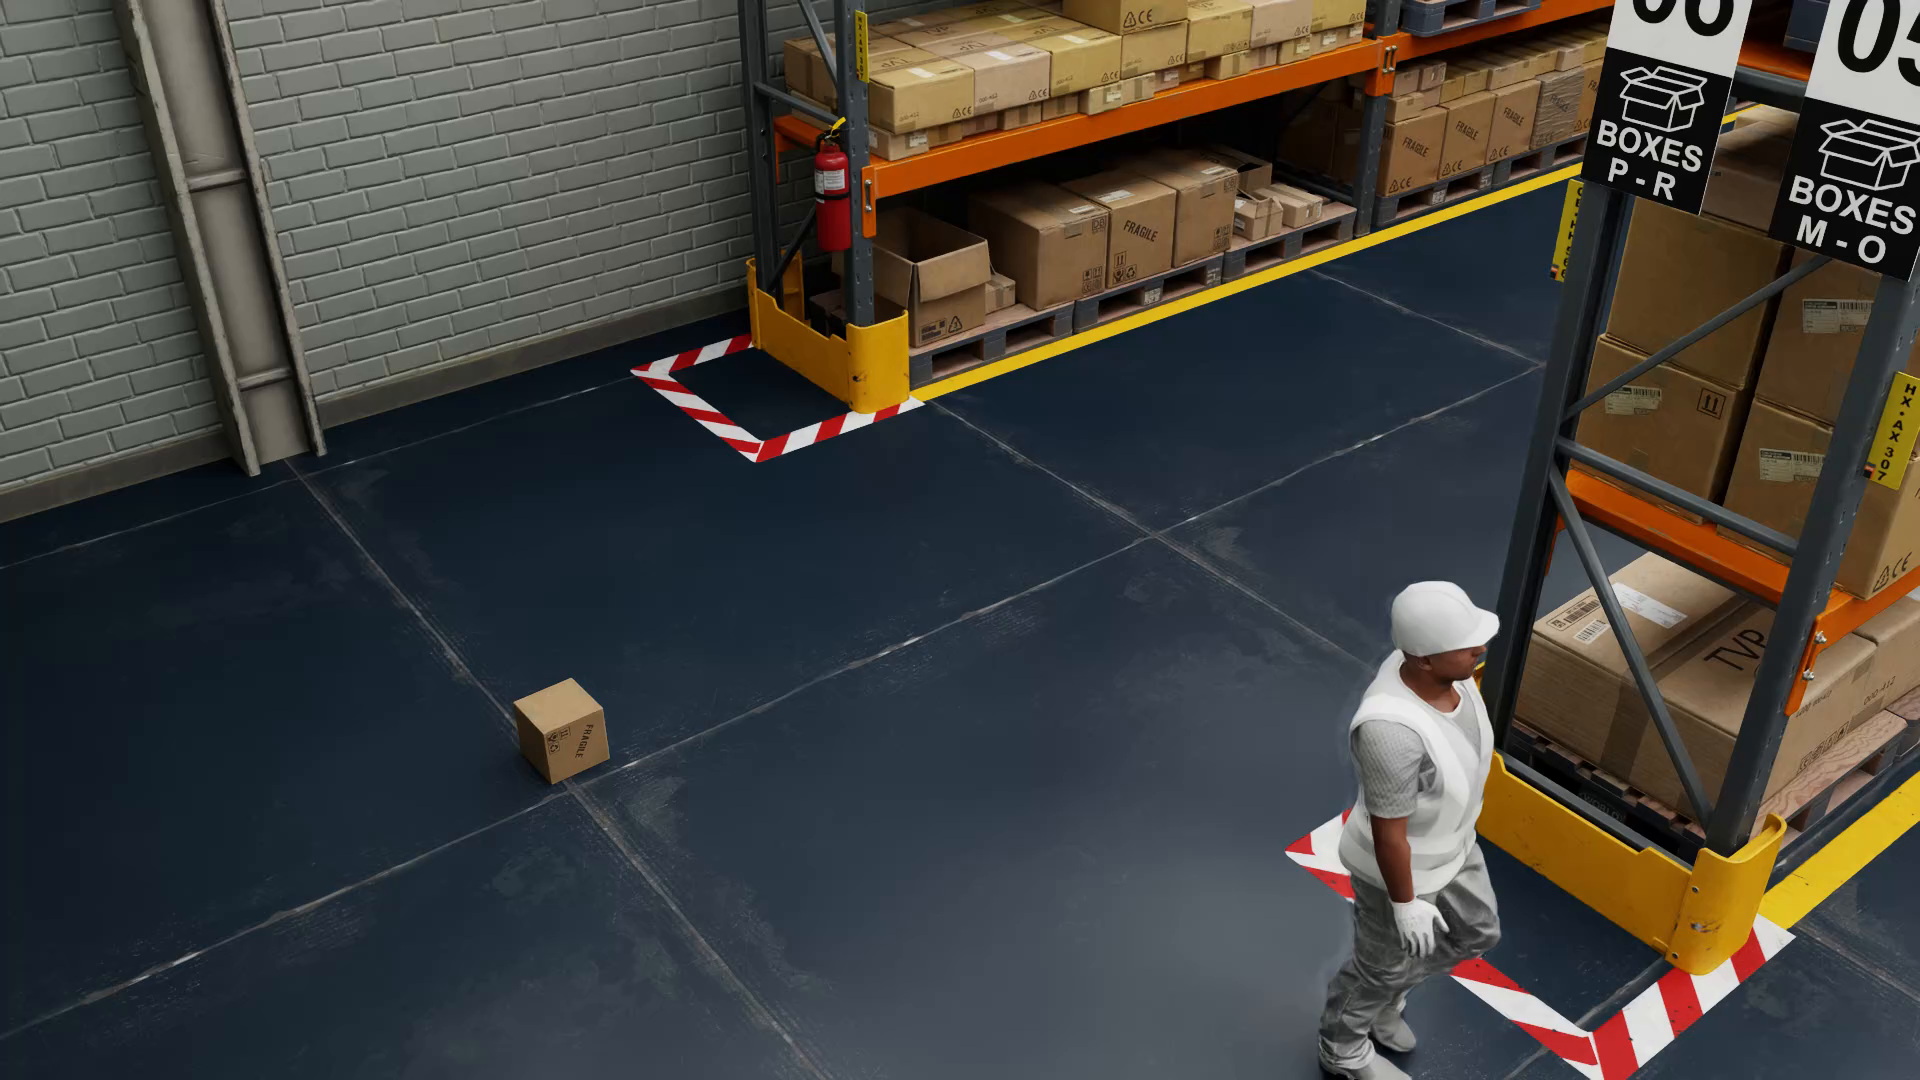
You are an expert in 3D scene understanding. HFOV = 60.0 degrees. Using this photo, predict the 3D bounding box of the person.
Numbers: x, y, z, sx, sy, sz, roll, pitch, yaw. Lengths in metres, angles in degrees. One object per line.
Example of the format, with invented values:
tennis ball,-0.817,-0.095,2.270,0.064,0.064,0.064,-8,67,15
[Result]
person,1.289,0.894,4.649,0.451,1.801,0.549,20,37,28
